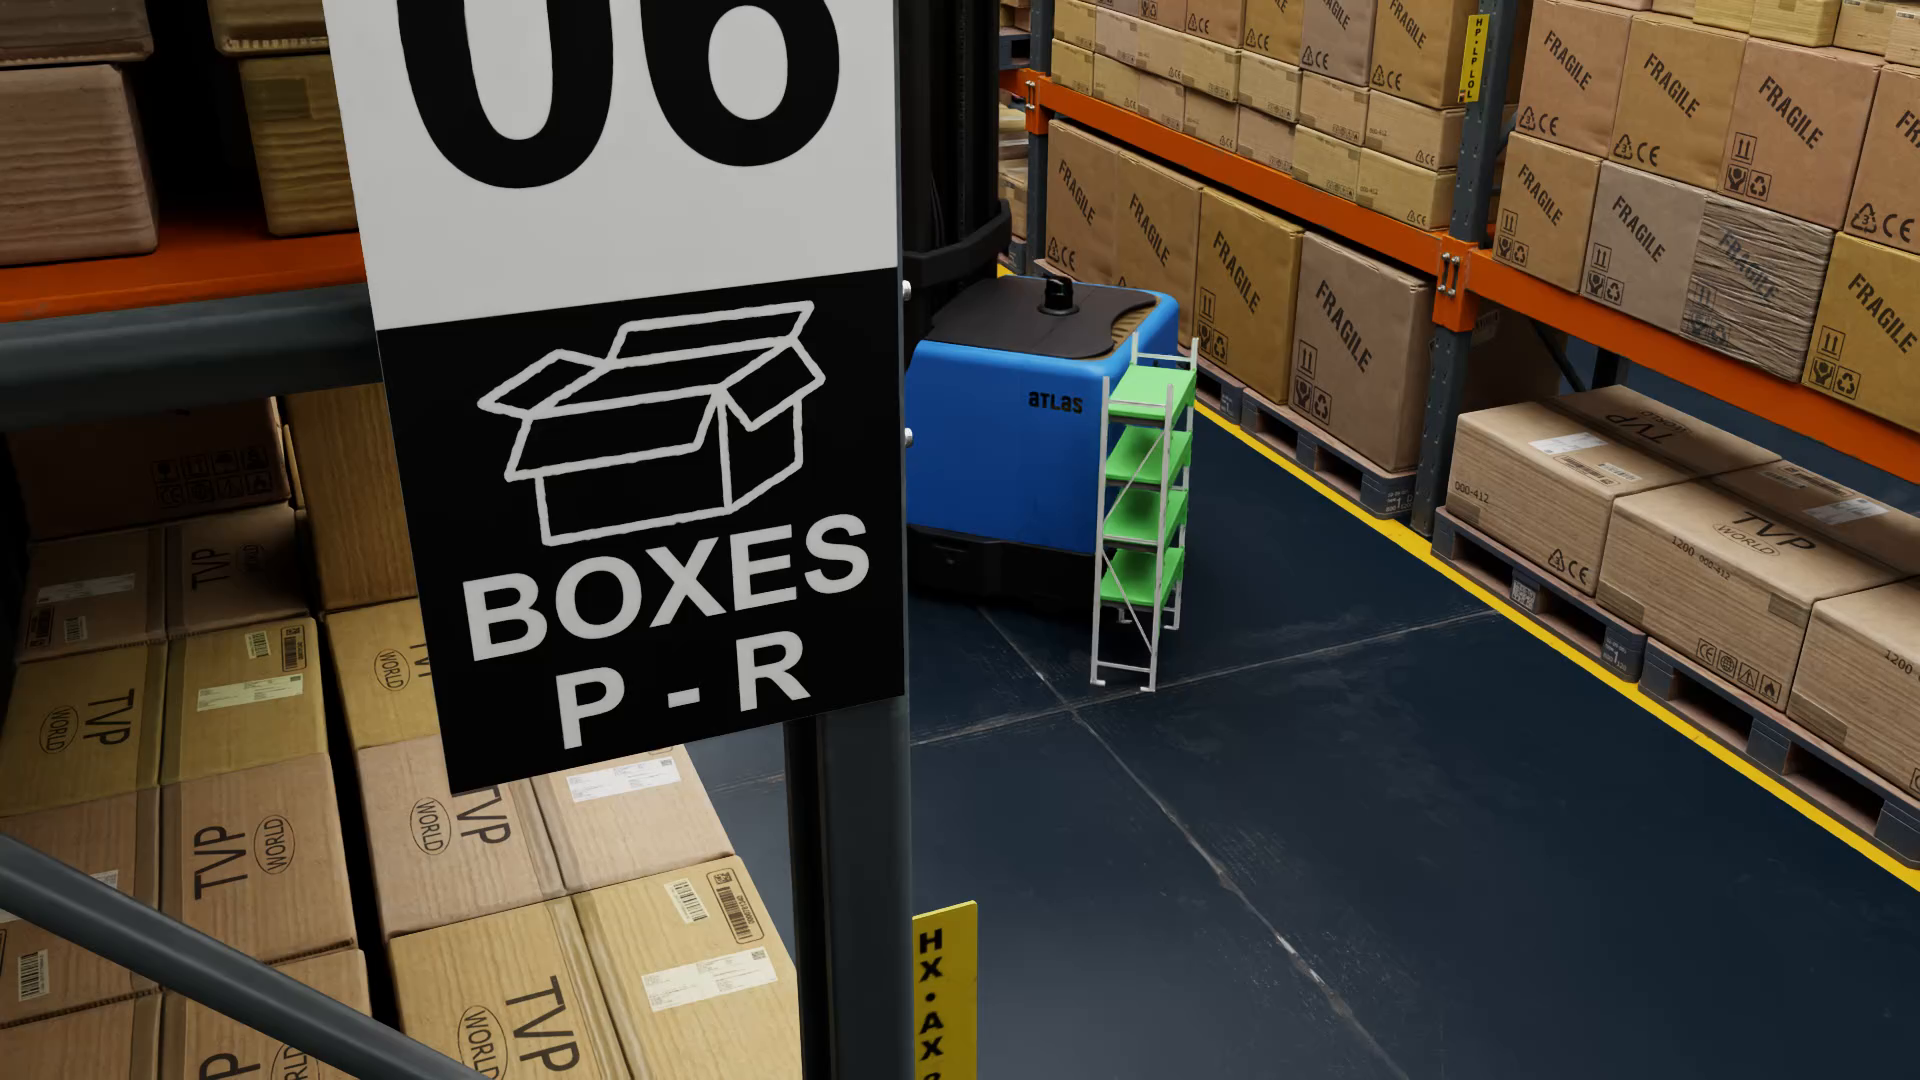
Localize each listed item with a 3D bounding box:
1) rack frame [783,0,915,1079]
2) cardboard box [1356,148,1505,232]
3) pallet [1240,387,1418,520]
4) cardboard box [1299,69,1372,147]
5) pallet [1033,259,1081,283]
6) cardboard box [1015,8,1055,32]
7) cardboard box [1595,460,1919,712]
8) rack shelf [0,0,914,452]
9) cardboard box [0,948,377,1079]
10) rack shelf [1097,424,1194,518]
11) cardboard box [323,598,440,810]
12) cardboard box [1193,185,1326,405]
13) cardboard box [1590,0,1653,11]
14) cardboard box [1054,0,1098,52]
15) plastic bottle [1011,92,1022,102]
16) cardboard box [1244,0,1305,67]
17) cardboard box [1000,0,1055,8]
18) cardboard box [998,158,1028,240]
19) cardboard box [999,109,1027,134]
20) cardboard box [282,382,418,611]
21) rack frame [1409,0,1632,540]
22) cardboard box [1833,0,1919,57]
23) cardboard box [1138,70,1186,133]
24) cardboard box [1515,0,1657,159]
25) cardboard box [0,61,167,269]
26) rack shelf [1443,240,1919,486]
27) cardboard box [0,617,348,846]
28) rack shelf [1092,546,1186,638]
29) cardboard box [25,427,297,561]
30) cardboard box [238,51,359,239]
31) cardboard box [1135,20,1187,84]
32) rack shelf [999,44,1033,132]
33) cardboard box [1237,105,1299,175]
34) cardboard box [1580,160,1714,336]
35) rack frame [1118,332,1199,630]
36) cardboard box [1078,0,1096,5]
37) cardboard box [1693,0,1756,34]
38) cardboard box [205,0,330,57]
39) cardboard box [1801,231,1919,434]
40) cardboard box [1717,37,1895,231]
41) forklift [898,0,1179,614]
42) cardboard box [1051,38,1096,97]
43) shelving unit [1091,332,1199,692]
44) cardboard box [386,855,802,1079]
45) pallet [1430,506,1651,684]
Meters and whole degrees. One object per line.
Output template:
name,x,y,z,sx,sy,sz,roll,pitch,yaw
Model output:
rack frame,-0.528,1.009,1.765,1.000,3.000,0.127,-11,28,-21
cardboard box,2.064,-1.531,7.137,0.500,0.250,0.500,-11,28,-22
pallet,2.100,-0.506,8.046,1.003,0.211,1.213,-11,28,-21
cardboard box,1.872,-1.954,7.435,0.500,0.250,0.500,-10,28,-19
pallet,1.144,-1.491,10.063,1.003,0.211,1.213,-11,28,-21
cardboard box,0.560,-3.243,10.281,0.380,0.149,0.250,-10,28,-19
cardboard box,2.969,0.135,5.995,0.875,0.438,0.875,-11,28,-22
rack shelf,-1.311,-0.823,2.918,1.077,0.370,4.000,-11,28,-21
cardboard box,-0.952,0.802,2.020,0.500,0.250,0.500,-10,28,-19
rack shelf,0.673,-0.259,6.012,0.258,0.148,0.480,8,27,15
cardboard box,-0.857,0.305,3.037,0.500,0.250,0.500,-11,28,-22
cardboard box,1.794,-1.294,8.425,0.875,0.875,0.875,-10,28,-19
cardboard box,2.471,-1.973,5.880,0.380,0.149,0.250,-10,28,-20
cardboard box,0.876,-2.985,9.547,0.500,0.250,0.500,-11,28,-21
plastic bottle,0.558,-4.213,15.809,0.133,0.061,0.283,-6,27,-12
cardboard box,1.675,-2.508,7.713,0.500,0.500,0.500,-10,28,-19
cardboard box,0.471,-3.578,10.228,0.500,0.500,0.500,-11,28,-22
cardboard box,0.693,-2.313,11.085,0.950,0.372,0.625,-13,29,-24
cardboard box,0.104,-2.917,12.321,0.950,0.372,0.625,-10,28,-19
cardboard box,-1.046,-0.229,3.278,0.500,0.500,0.500,-10,28,-19
rack frame,2.471,-1.460,6.822,1.000,3.000,0.127,-11,28,-21
cardboard box,2.902,-1.567,5.048,0.380,0.149,0.250,-11,28,-21
cardboard box,1.282,-2.350,8.815,0.500,0.250,0.500,-10,28,-19
cardboard box,2.435,-1.721,6.102,0.500,0.500,0.500,-10,28,-20
cardboard box,-0.866,-0.316,1.345,0.380,0.149,0.250,-10,28,-19
rack shelf,3.254,-0.330,5.326,1.077,0.370,4.000,-11,28,-21
cardboard box,-1.343,0.393,2.858,0.500,0.250,0.500,-10,28,-19
rack shelf,0.673,0.172,6.222,0.258,0.148,0.480,8,27,15
cardboard box,-1.746,-0.016,3.696,0.500,0.250,0.500,-10,28,-19
cardboard box,-0.439,-0.395,1.507,0.380,0.149,0.250,-10,28,-20
cardboard box,1.261,-2.573,8.703,0.500,0.250,0.500,-11,28,-21
rack shelf,0.121,-3.559,11.941,1.077,0.370,4.000,-11,28,-21
cardboard box,1.685,-1.944,7.983,0.500,0.250,0.500,-11,28,-22
cardboard box,2.607,-1.067,5.903,0.500,0.500,0.500,-10,28,-20
rack frame,0.745,-0.203,6.298,0.240,1.200,0.015,8,27,15
cardboard box,0.873,-3.328,9.394,0.500,0.500,0.500,-12,28,-22
cardboard box,2.651,-1.767,5.456,0.380,0.149,0.250,-11,28,-21
cardboard box,-0.450,-0.632,1.538,0.500,0.250,0.500,-11,28,-21
cardboard box,2.998,-0.657,5.063,0.500,0.500,0.500,-10,28,-19
cardboard box,2.817,-1.307,5.255,0.500,0.500,0.500,-10,28,-20
forklift,-0.646,-1.422,6.821,3.031,2.935,1.130,10,28,19
cardboard box,0.865,-2.767,9.669,0.500,0.250,0.500,-11,28,-21
shelving unit,0.673,-0.101,6.089,0.258,1.200,0.503,8,27,15
cardboard box,-0.458,0.713,2.203,0.500,0.250,0.500,-10,28,-20
pallet,2.697,0.113,6.778,1.003,0.211,1.213,-11,28,-21
